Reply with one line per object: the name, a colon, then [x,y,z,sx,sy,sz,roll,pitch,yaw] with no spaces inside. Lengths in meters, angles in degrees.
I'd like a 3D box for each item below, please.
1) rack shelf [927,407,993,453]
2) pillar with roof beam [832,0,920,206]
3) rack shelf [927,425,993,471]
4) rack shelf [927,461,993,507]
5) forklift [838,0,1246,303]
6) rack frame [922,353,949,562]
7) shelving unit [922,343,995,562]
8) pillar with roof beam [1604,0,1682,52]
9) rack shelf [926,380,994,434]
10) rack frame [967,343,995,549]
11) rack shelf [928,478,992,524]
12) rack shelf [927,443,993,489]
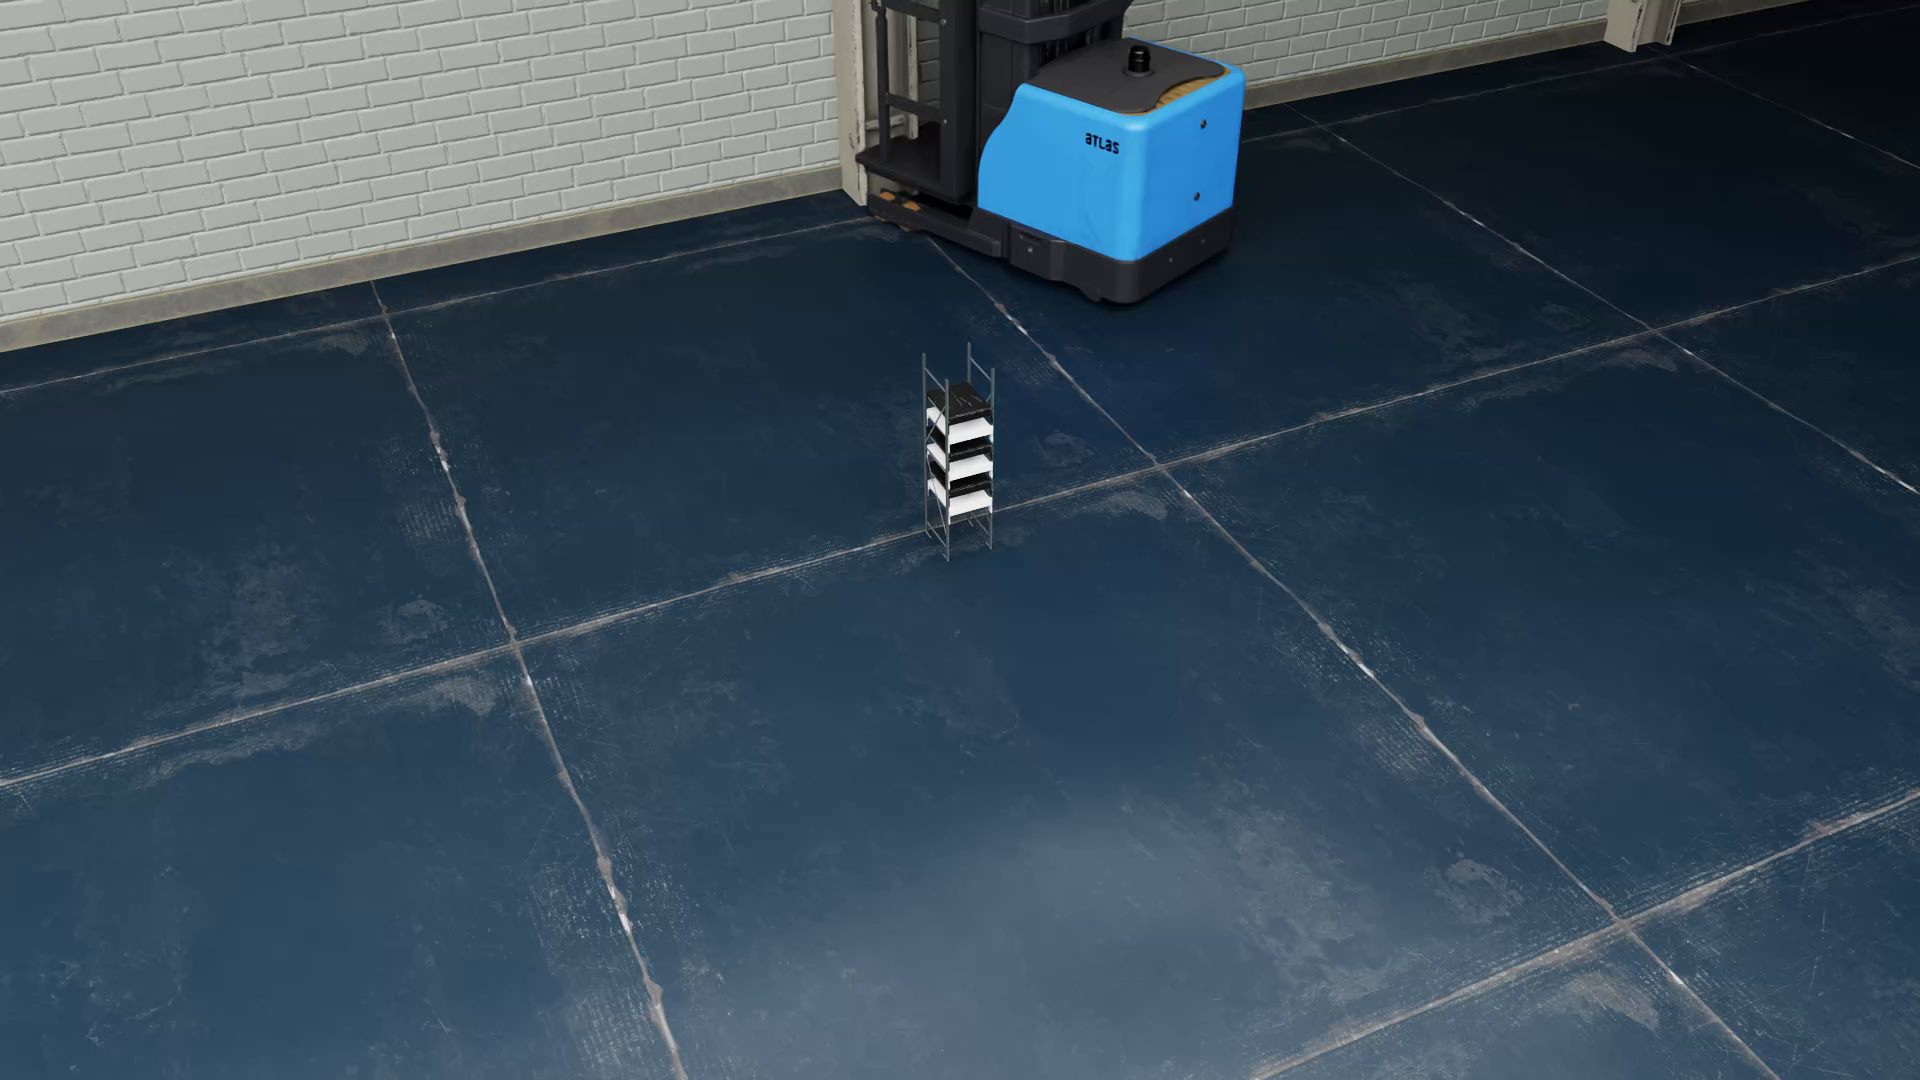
rack shelf: [-0.007,-0.477,6.892,0.200,0.077,0.258,-16,39,-20]
pillar with roof beam: [1.344,-3.423,4.312,0.400,9.000,9.100,-16,39,-20]
rack shelf: [-0.007,-0.405,6.945,0.200,0.077,0.258,-16,39,-20]
rack shelf: [-0.007,-0.260,7.053,0.200,0.077,0.258,-16,39,-20]
forklift: [0.097,-3.181,9.078,3.031,2.935,1.130,28,45,32]
rack frame: [-0.099,-0.334,6.944,0.006,0.900,0.240,-16,39,-20]
shelving unit: [-0.007,-0.359,6.979,0.210,0.900,0.258,-16,39,-20]
pillar with roof beam: [6.776,-4.942,6.359,0.400,9.000,9.100,-16,39,-20]
rack shelf: [-0.007,-0.549,6.838,0.200,0.077,0.258,-16,39,-20]
rack frame: [0.085,-0.385,7.014,0.006,0.900,0.240,-16,39,-20]
rack shelf: [-0.007,-0.188,7.106,0.200,0.077,0.258,-16,39,-20]
rack shelf: [-0.007,-0.333,6.999,0.200,0.077,0.258,-16,39,-20]
